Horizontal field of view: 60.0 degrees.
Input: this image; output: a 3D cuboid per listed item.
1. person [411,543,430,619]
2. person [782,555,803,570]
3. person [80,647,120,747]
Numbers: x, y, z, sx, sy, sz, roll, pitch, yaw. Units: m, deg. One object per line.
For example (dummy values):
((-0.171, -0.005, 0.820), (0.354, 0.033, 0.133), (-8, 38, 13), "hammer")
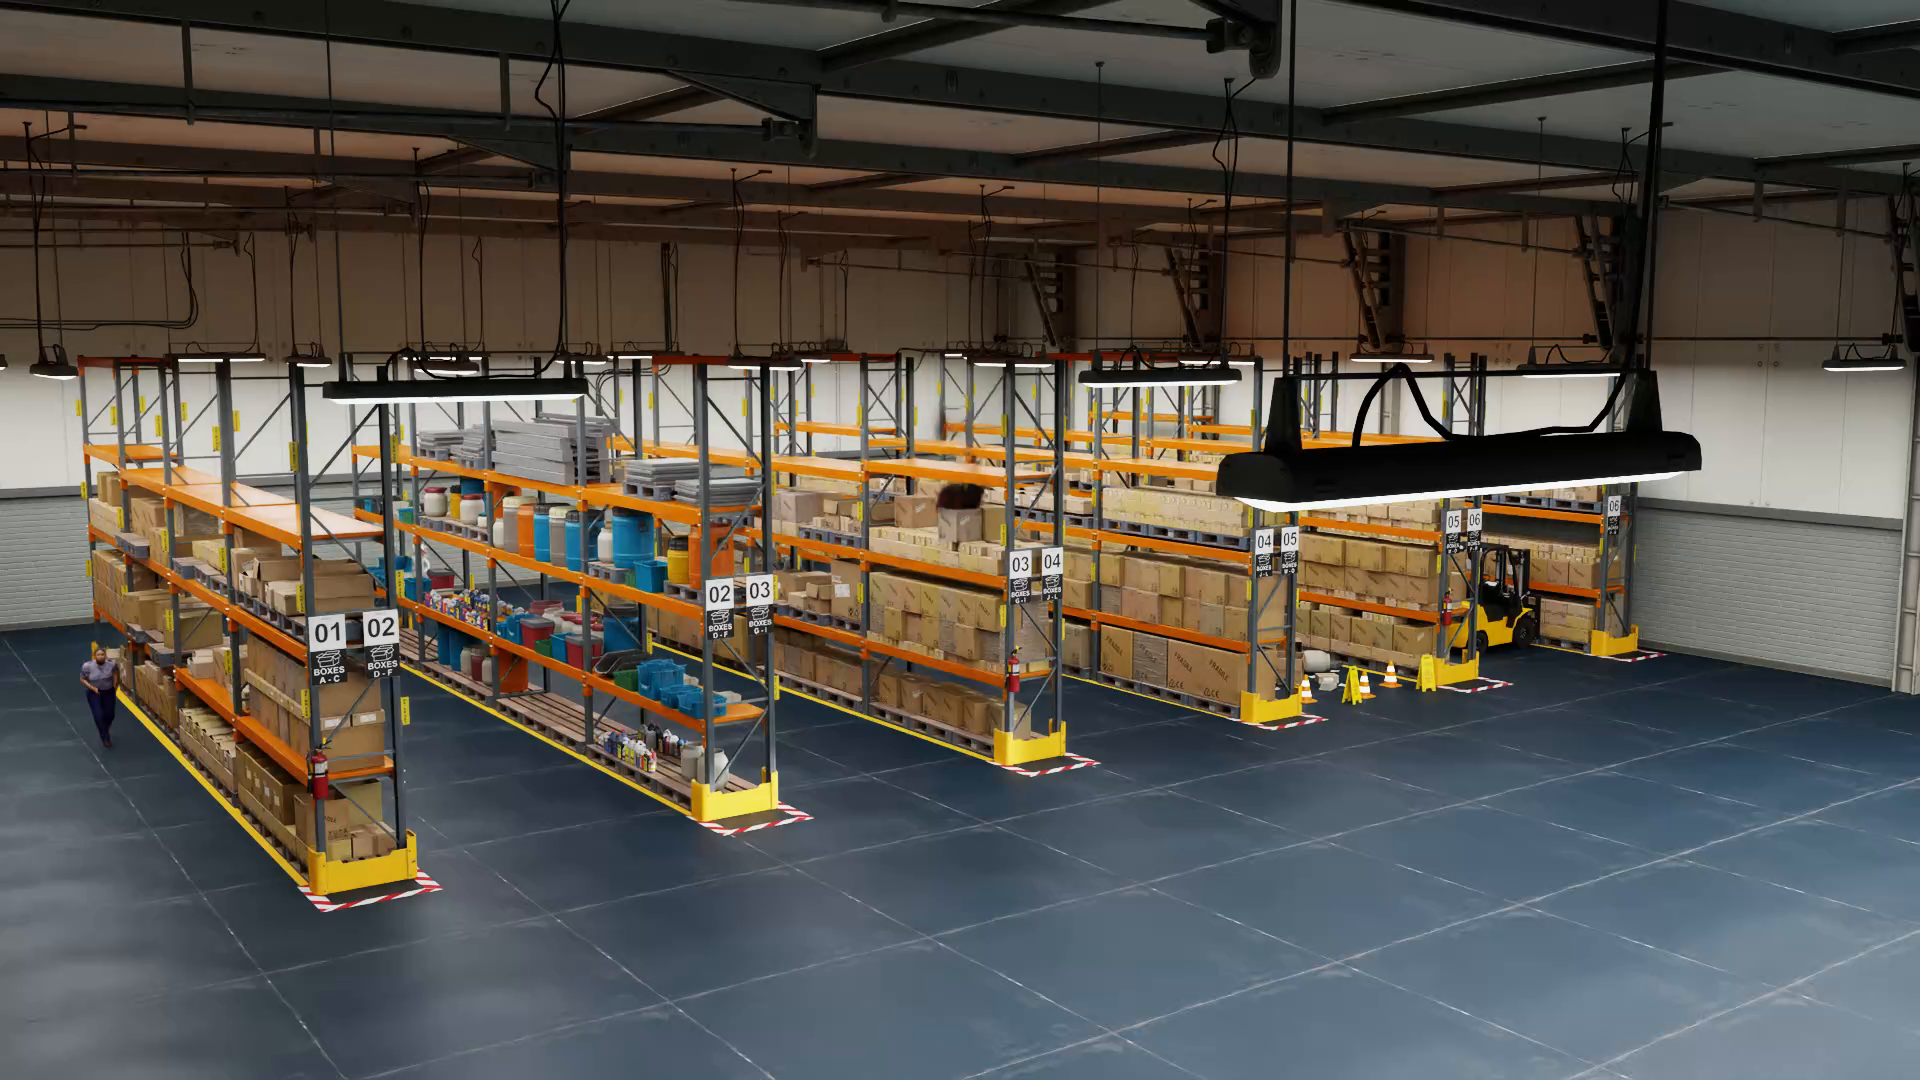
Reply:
((-12.065, 0.916, 37.486), (0.642, 1.736, 0.634), (-2, 7, -20), "person")
((-4.099, 0.414, 41.764), (0.740, 1.826, 0.677), (-4, 8, -31), "person")
((-13.409, 2.424, 25.937), (0.540, 1.594, 0.713), (-4, 8, -30), "person")
